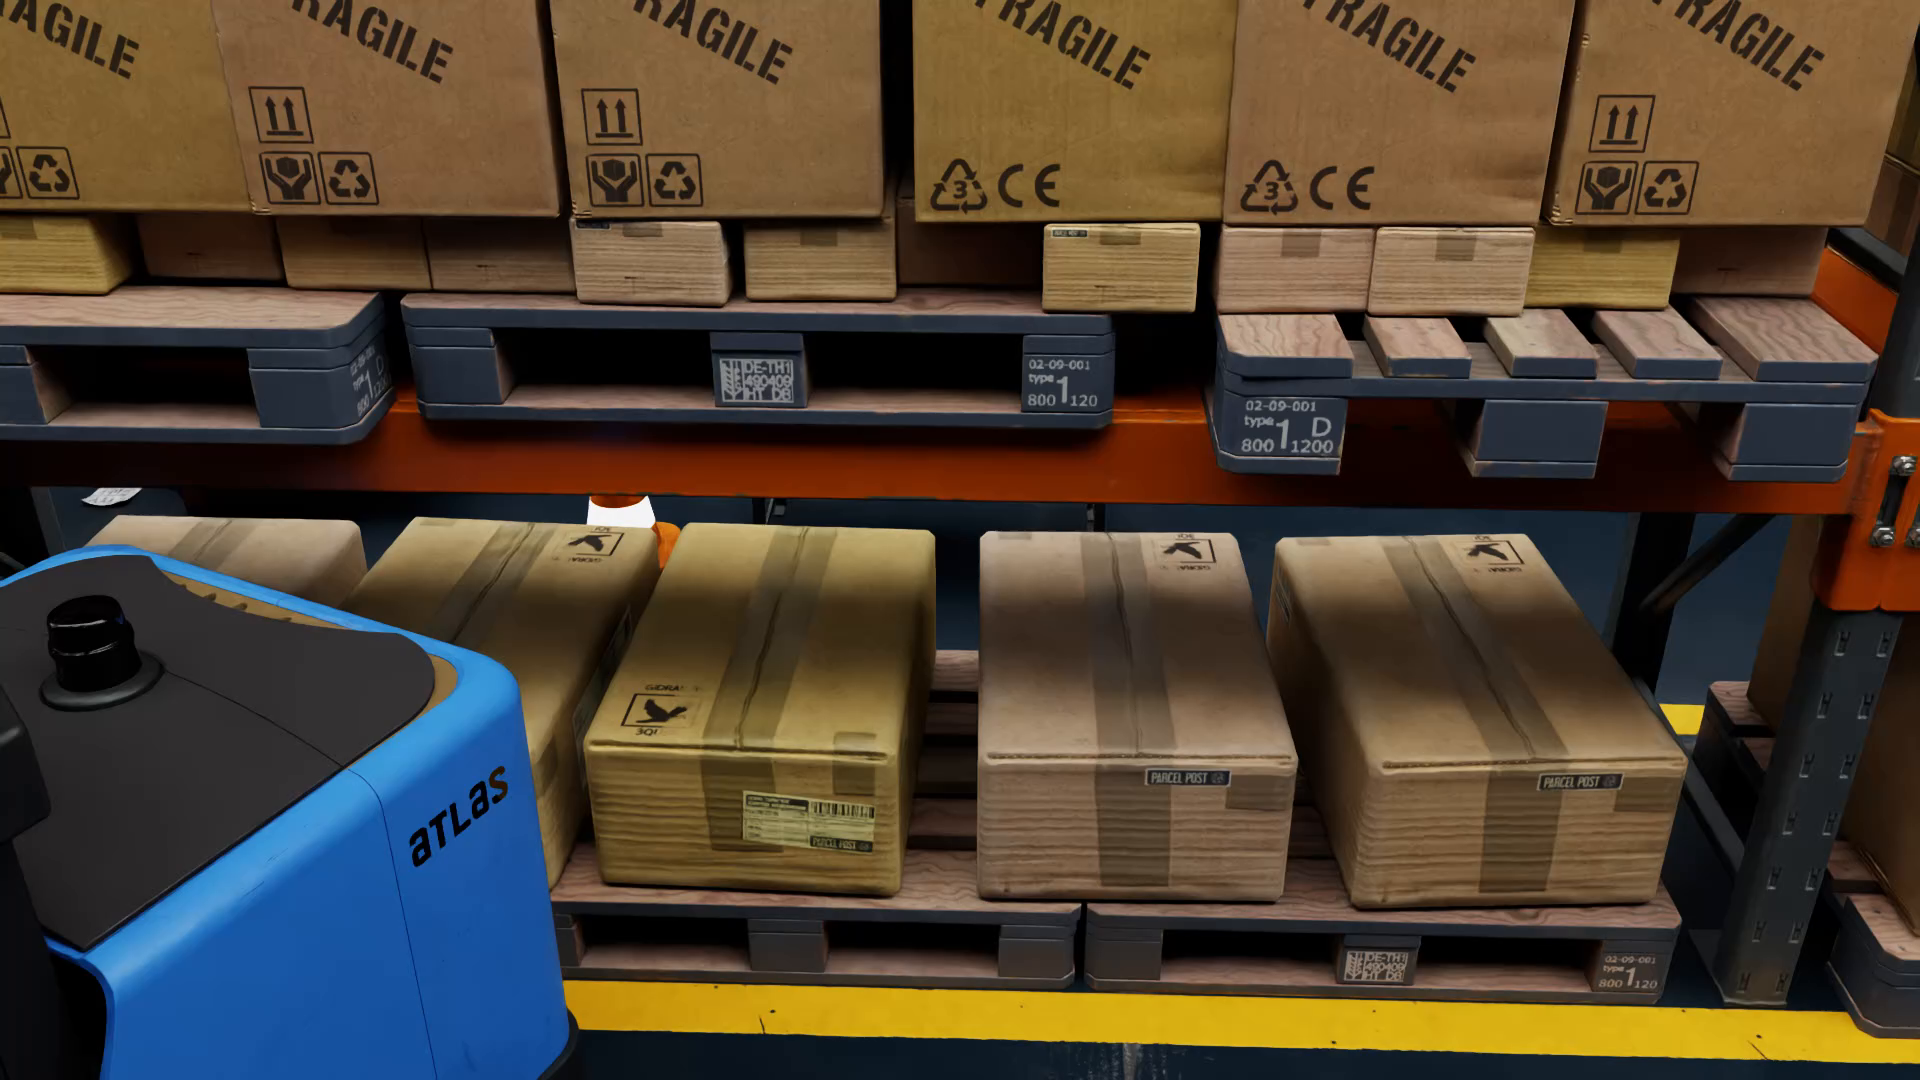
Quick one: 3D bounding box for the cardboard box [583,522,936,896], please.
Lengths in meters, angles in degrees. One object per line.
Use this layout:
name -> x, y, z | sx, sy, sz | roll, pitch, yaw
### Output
cardboard box -> -0.404, 0.344, 3.755 | 0.625, 0.372, 0.950 | 2, 28, 3

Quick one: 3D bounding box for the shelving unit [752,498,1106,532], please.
shelving unit -> -0.085, -0.664, 4.901 | 1.048, 1.500, 0.538 | 1, 28, 2

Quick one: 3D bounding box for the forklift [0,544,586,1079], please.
forklift -> -1.789, 0.359, 1.444 | 1.130, 2.935, 3.031 | 13, 31, 24

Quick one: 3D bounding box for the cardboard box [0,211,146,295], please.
cardboard box -> -1.551, -0.569, 2.940 | 0.250, 0.149, 0.380 | 2, 28, 3

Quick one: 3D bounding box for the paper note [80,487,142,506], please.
paper note -> -2.811, -0.155, 5.510 | 0.142, 0.019, 0.148 | 1, 28, 2

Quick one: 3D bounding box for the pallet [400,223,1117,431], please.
pallet -> -0.324, -0.522, 3.238 | 1.213, 0.211, 1.003 | 1, 28, 2

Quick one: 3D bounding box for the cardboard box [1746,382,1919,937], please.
cardboard box -> 2.343, 0.210, 3.471 | 0.875, 0.875, 0.875 | 1, 28, 1

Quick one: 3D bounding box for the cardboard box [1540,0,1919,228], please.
cardboard box -> 1.192, -0.832, 2.744 | 0.500, 0.500, 0.500 | 0, 28, 0

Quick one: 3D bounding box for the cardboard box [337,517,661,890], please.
cardboard box -> -1.099, 0.334, 3.775 | 0.625, 0.372, 0.950 | 3, 28, 5

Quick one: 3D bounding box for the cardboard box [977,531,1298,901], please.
cardboard box -> 0.354, 0.359, 3.727 | 0.625, 0.372, 0.950 | 0, 28, 1

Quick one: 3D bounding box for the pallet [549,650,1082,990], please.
pallet -> -0.341, 0.603, 3.886 | 1.213, 0.211, 1.003 | 1, 28, 2

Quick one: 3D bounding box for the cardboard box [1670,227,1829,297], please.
cardboard box -> 1.320, -0.563, 2.930 | 0.250, 0.149, 0.380 | 2, 28, 4

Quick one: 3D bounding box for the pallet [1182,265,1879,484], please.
pallet -> 0.940, -0.471, 3.140 | 1.003, 0.211, 1.213 | 1, 28, 2

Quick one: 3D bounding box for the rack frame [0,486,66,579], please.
rack frame -> -2.342, -0.660, 3.292 | 0.127, 3.000, 1.000 | 1, 28, 2

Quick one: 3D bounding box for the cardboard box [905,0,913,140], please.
cardboard box -> 0.162, -1.081, 3.215 | 0.500, 0.500, 0.500 | 1, 28, 3

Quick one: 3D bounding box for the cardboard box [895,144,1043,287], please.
cardboard box -> 0.023, -0.586, 2.973 | 0.250, 0.149, 0.380 | 1, 28, 2

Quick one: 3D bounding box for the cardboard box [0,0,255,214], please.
cardboard box -> -1.382, -0.871, 2.817 | 0.500, 0.500, 0.500 | 1, 28, 2

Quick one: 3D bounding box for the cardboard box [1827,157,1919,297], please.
cardboard box -> 2.171, -0.640, 3.416 | 0.500, 0.250, 0.500 | 0, 28, 0

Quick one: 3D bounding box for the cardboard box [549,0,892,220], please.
cardboard box -> -0.375, -0.853, 2.783 | 0.500, 0.500, 0.500 | 0, 28, 0

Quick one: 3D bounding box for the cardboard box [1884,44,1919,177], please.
cardboard box -> 2.149, -0.859, 3.294 | 0.500, 0.250, 0.500 | 1, 28, 2

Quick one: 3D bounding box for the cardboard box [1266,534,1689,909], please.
cardboard box -> 1.092, 0.368, 3.711 | 0.625, 0.372, 0.950 | -1, 28, -2

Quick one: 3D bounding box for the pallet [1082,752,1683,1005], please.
pallet -> 0.875, 0.625, 3.846 | 1.213, 0.211, 1.003 | 1, 28, 2

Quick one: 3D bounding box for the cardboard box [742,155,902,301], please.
cardboard box -> -0.231, -0.552, 2.908 | 0.250, 0.149, 0.380 | 0, 28, 0

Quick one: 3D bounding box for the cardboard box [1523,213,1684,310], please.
cardboard box -> 1.050, -0.534, 2.875 | 0.250, 0.149, 0.380 | 1, 28, 3

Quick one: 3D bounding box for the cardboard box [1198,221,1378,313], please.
cardboard box -> 0.545, -0.525, 2.858 | 0.250, 0.149, 0.380 | 0, 28, -1

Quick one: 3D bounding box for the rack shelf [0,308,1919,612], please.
rack shelf -> -0.343, -0.309, 3.398 | 4.000, 0.370, 1.077 | 1, 28, 2

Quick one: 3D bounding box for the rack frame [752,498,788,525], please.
rack frame -> -0.593, -0.672, 4.917 | 0.032, 1.500, 0.500 | 1, 28, 2

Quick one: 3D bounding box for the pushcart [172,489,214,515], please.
pushcart -> -2.311, -0.569, 5.921 | 0.936, 0.377, 1.648 | -9, 29, -16

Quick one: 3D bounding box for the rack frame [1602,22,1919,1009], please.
rack frame -> 1.656, -0.594, 3.167 | 0.127, 3.000, 1.000 | 1, 28, 2

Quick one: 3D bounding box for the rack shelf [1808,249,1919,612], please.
rack shelf -> 3.655, -0.243, 3.273 | 4.000, 0.370, 1.077 | 1, 28, 2

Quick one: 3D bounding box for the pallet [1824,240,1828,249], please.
pallet -> 3.727, -1.645, 8.128 | 1.213, 0.211, 1.003 | 1, 28, 2

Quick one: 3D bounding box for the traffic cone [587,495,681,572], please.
traffic cone -> -1.053, -0.174, 5.083 | 0.334, 0.463, 0.336 | 1, 28, 2

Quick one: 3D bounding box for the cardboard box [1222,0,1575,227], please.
cardboard box -> 0.675, -0.836, 2.751 | 0.500, 0.500, 0.500 | 1, 28, 1

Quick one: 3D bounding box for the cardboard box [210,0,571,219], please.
cardboard box -> -0.889, -0.856, 2.790 | 0.500, 0.500, 0.500 | 1, 28, 1

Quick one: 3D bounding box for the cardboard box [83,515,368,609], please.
cardboard box -> -1.817, 0.323, 3.795 | 0.625, 0.372, 0.950 | 1, 28, 2

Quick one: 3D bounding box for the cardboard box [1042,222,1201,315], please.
cardboard box -> 0.269, -0.523, 2.854 | 0.250, 0.149, 0.380 | 1, 28, 3

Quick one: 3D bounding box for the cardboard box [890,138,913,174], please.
cardboard box -> -0.017, -0.775, 3.329 | 0.250, 0.149, 0.380 | 2, 28, 4

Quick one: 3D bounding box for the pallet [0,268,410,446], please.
pallet -> -1.583, -0.494, 3.184 | 1.213, 0.211, 1.003 | 1, 28, 2

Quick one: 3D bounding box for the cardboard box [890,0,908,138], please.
cardboard box -> -0.337, -1.093, 3.237 | 0.500, 0.500, 0.500 | 0, 28, 0

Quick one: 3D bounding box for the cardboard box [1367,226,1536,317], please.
cardboard box -> 0.796, -0.517, 2.843 | 0.250, 0.149, 0.380 | 1, 28, 1

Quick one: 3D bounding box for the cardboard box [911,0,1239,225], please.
cardboard box -> 0.170, -0.843, 2.765 | 0.500, 0.500, 0.500 | -1, 28, -2

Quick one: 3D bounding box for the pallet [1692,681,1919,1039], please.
pallet -> 2.441, 0.687, 3.729 | 1.213, 0.211, 1.003 | 1, 28, 2

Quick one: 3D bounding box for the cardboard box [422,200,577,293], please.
cardboard box -> -0.763, -0.571, 2.945 | 0.250, 0.149, 0.380 | 1, 28, 2

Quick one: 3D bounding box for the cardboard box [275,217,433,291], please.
cardboard box -> -1.010, -0.576, 2.954 | 0.250, 0.149, 0.380 | 1, 28, 3

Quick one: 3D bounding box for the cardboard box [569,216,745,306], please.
cardboard box -> -0.499, -0.543, 2.891 | 0.250, 0.149, 0.380 | 2, 28, 4

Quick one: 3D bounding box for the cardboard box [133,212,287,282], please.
cardboard box -> -1.265, -0.600, 2.999 | 0.250, 0.149, 0.380 | 3, 28, 5

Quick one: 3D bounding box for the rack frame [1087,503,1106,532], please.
rack frame -> 0.423, -0.656, 4.886 | 0.032, 1.500, 0.500 | 1, 28, 2
